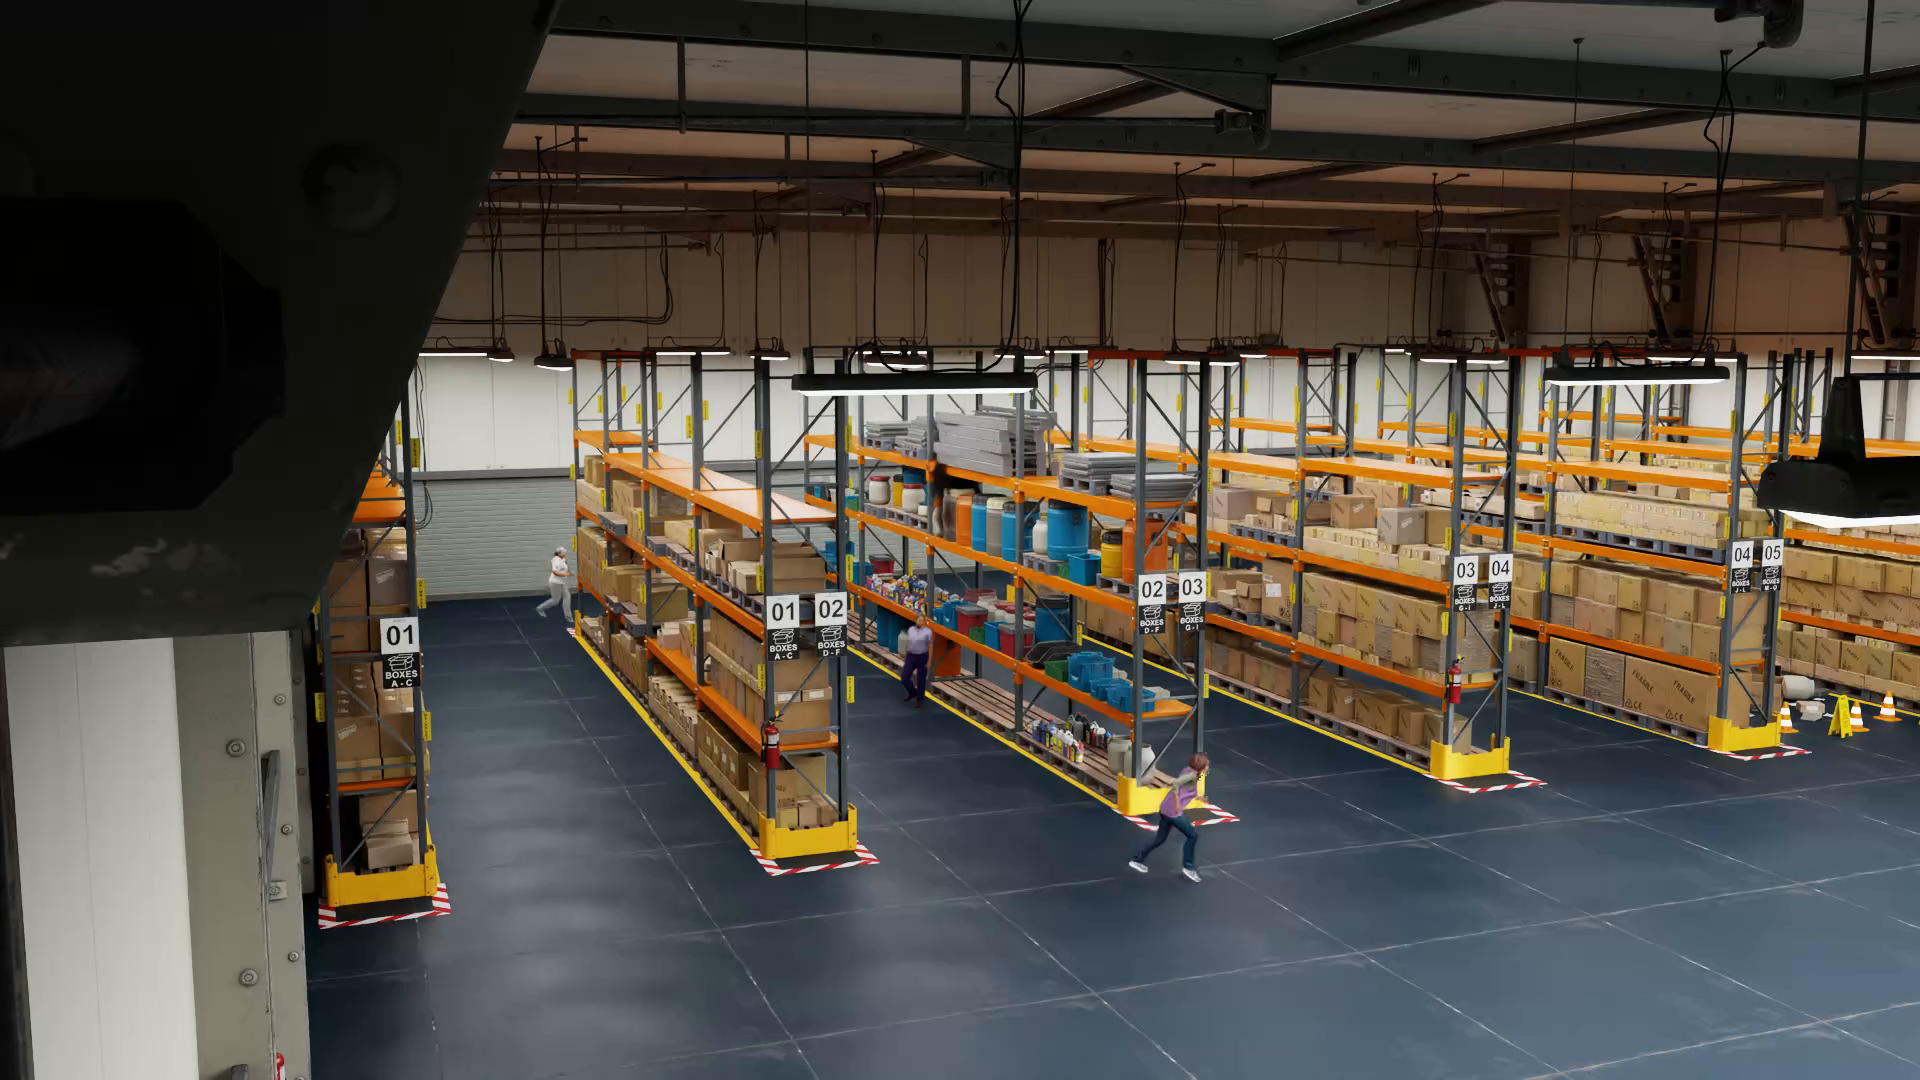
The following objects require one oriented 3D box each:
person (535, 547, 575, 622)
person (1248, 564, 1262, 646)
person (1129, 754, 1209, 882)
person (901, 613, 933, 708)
[{"bbox_3d":[-8.893,0.991,36.570,0.892,1.701,0.626,0,7,-1],"label":"person"},{"bbox_3d":[5.866,1.325,33.712,0.538,1.701,0.890,-3,8,-22],"label":"person"},{"bbox_3d":[2.414,3.226,19.214,0.910,1.542,0.579,0,7,2],"label":"person"},{"bbox_3d":[-0.728,2.029,28.092,0.587,1.620,0.454,2,7,17],"label":"person"}]
